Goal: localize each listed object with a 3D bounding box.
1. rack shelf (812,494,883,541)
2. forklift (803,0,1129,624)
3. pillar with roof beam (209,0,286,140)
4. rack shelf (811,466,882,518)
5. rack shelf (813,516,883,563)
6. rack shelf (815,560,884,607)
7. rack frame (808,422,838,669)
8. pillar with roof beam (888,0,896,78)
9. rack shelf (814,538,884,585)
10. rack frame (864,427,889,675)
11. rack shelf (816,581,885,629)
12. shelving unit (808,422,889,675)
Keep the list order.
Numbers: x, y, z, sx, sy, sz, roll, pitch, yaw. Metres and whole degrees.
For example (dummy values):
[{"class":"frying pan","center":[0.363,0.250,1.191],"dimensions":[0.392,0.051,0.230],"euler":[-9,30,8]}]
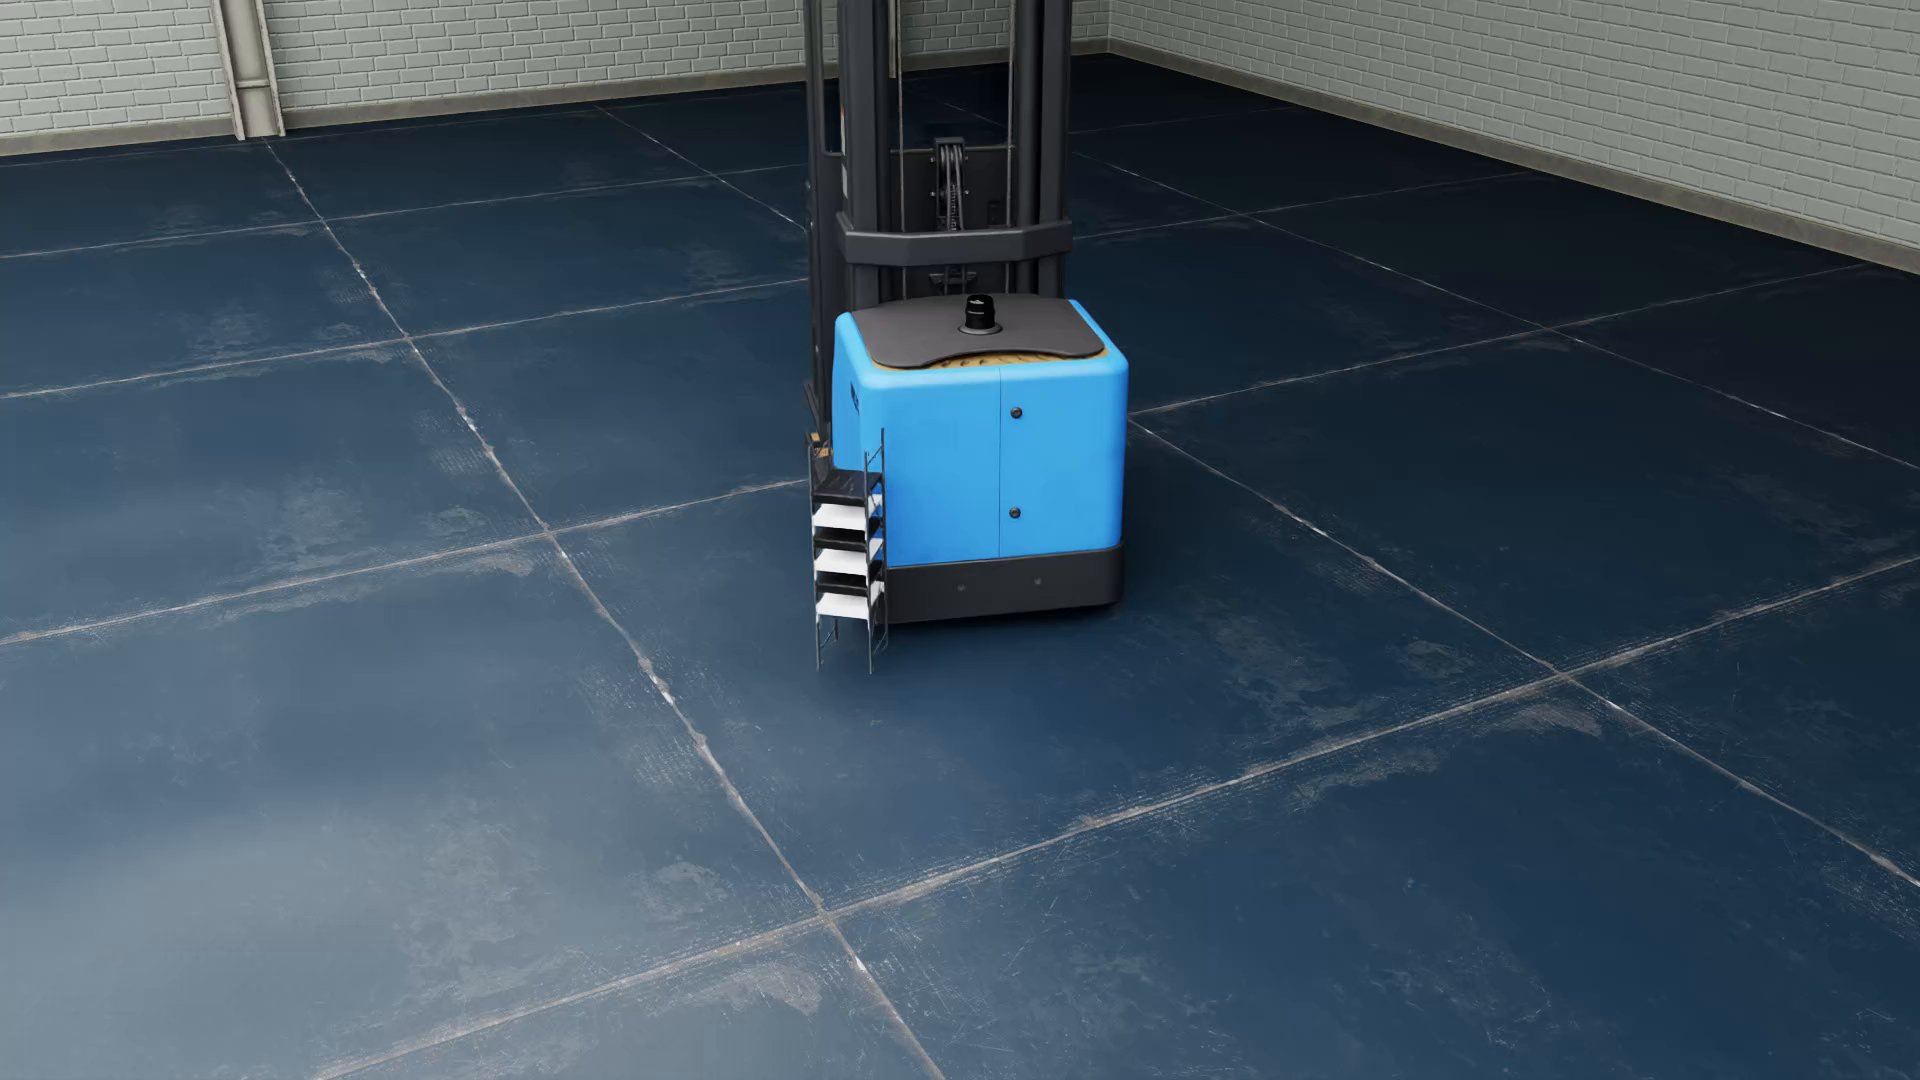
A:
[{"class":"rack shelf","center":[-0.404,-0.094,6.067],"dimensions":[0.200,0.077,0.258],"euler":[6,26,12]},{"class":"forklift","center":[-0.135,-1.610,7.217],"dimensions":[1.130,2.935,3.031],"euler":[-5,26,-10]},{"class":"pillar with roof beam","center":[-4.172,-6.003,9.356],"dimensions":[0.400,9.000,9.100],"euler":[-13,29,-25]},{"class":"rack shelf","center":[-0.404,-0.176,6.028],"dimensions":[0.200,0.077,0.258],"euler":[6,26,12]},{"class":"rack shelf","center":[-0.404,-0.013,6.106],"dimensions":[0.200,0.077,0.258],"euler":[6,26,12]},{"class":"rack shelf","center":[-0.404,0.149,6.185],"dimensions":[0.200,0.077,0.258],"euler":[6,26,12]},{"class":"rack frame","center":[-0.503,0.027,6.152],"dimensions":[0.006,0.900,0.240],"euler":[6,26,12]},{"class":"pillar with roof beam","center":[1.123,-7.225,11.901],"dimensions":[0.400,9.000,9.100],"euler":[-13,29,-25]},{"class":"rack shelf","center":[-0.404,0.068,6.146],"dimensions":[0.200,0.077,0.258],"euler":[6,26,12]},{"class":"rack frame","center":[-0.305,0.048,6.110],"dimensions":[0.006,0.900,0.240],"euler":[6,26,12]},{"class":"rack shelf","center":[-0.404,0.230,6.224],"dimensions":[0.200,0.077,0.258],"euler":[6,26,12]},{"class":"shelving unit","center":[-0.404,0.038,6.131],"dimensions":[0.210,0.900,0.258],"euler":[6,26,12]}]
